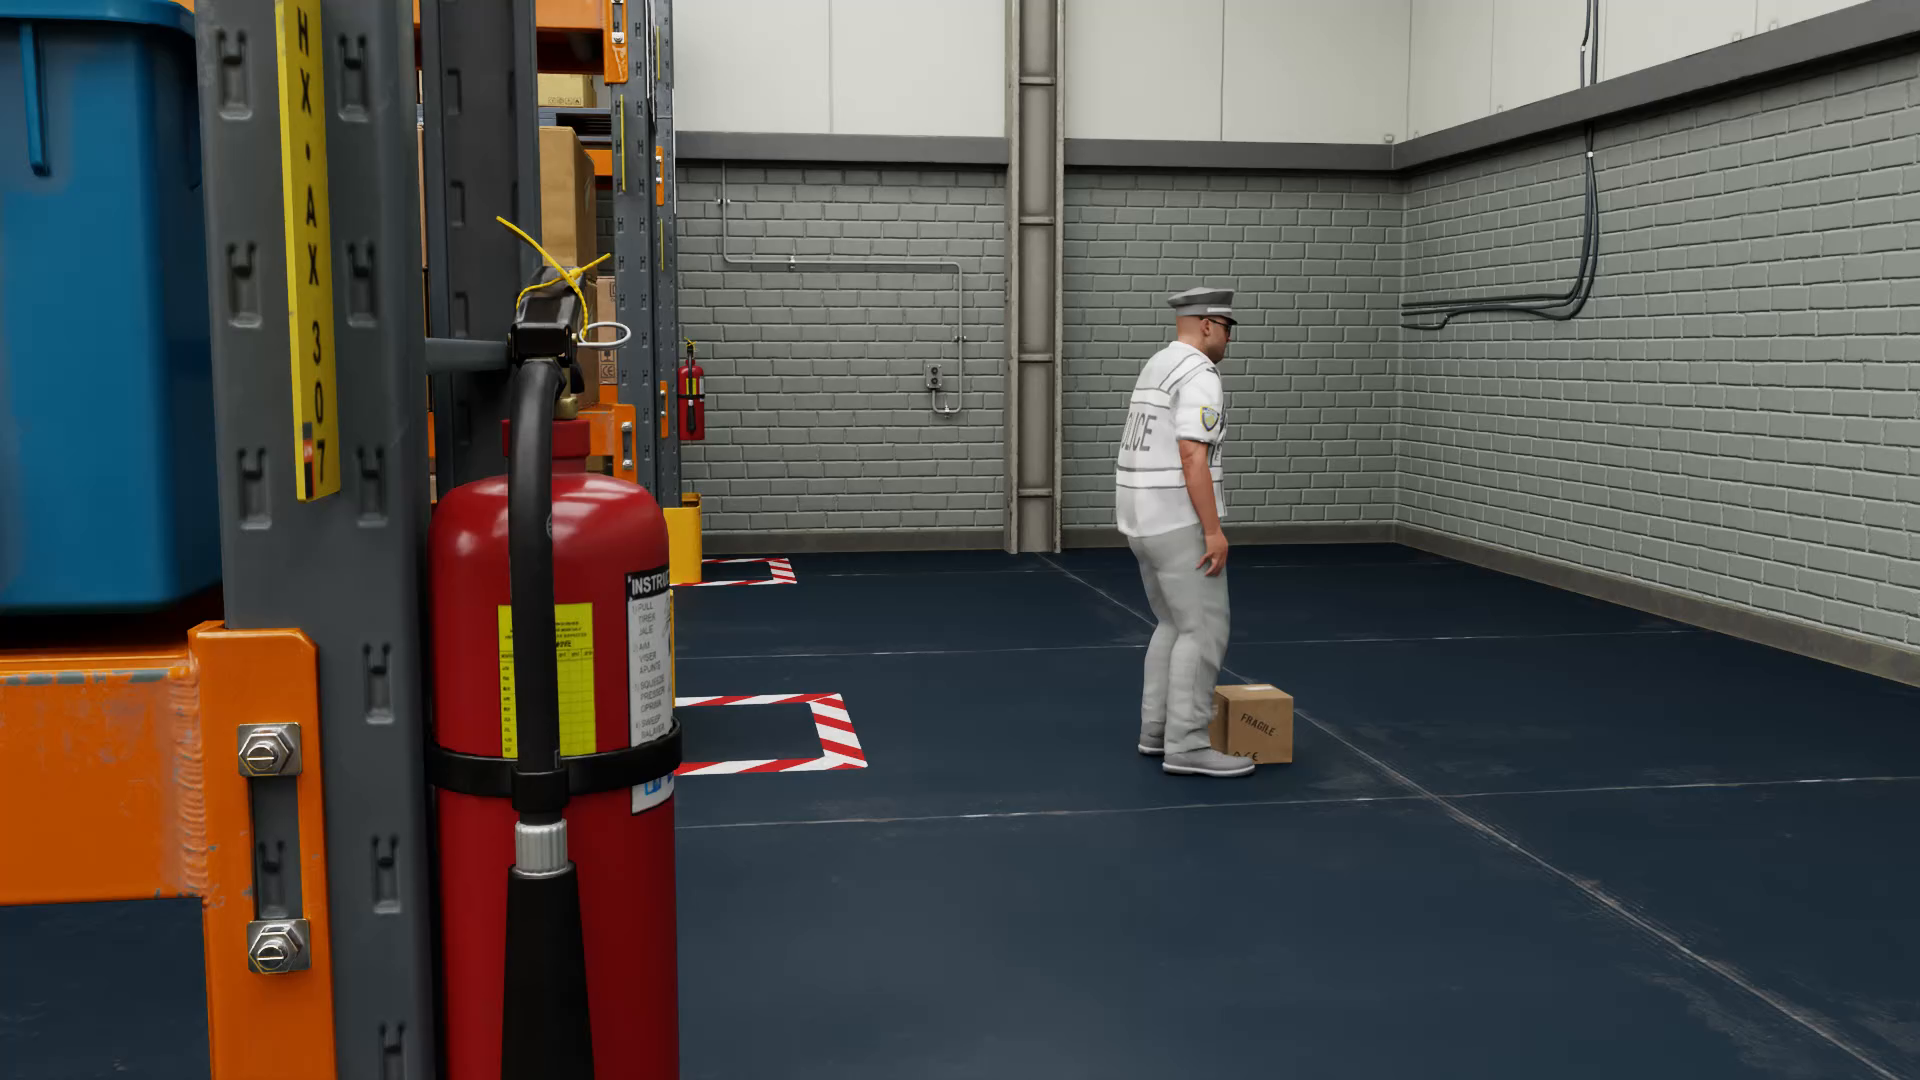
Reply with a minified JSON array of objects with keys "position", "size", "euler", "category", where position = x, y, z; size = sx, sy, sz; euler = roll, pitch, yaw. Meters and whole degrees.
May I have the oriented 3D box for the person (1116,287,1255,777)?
[{"position":[0.806,-0.047,6.099],"size":[0.437,1.746,0.593],"euler":[-1,7,-12],"category":"person"}]
